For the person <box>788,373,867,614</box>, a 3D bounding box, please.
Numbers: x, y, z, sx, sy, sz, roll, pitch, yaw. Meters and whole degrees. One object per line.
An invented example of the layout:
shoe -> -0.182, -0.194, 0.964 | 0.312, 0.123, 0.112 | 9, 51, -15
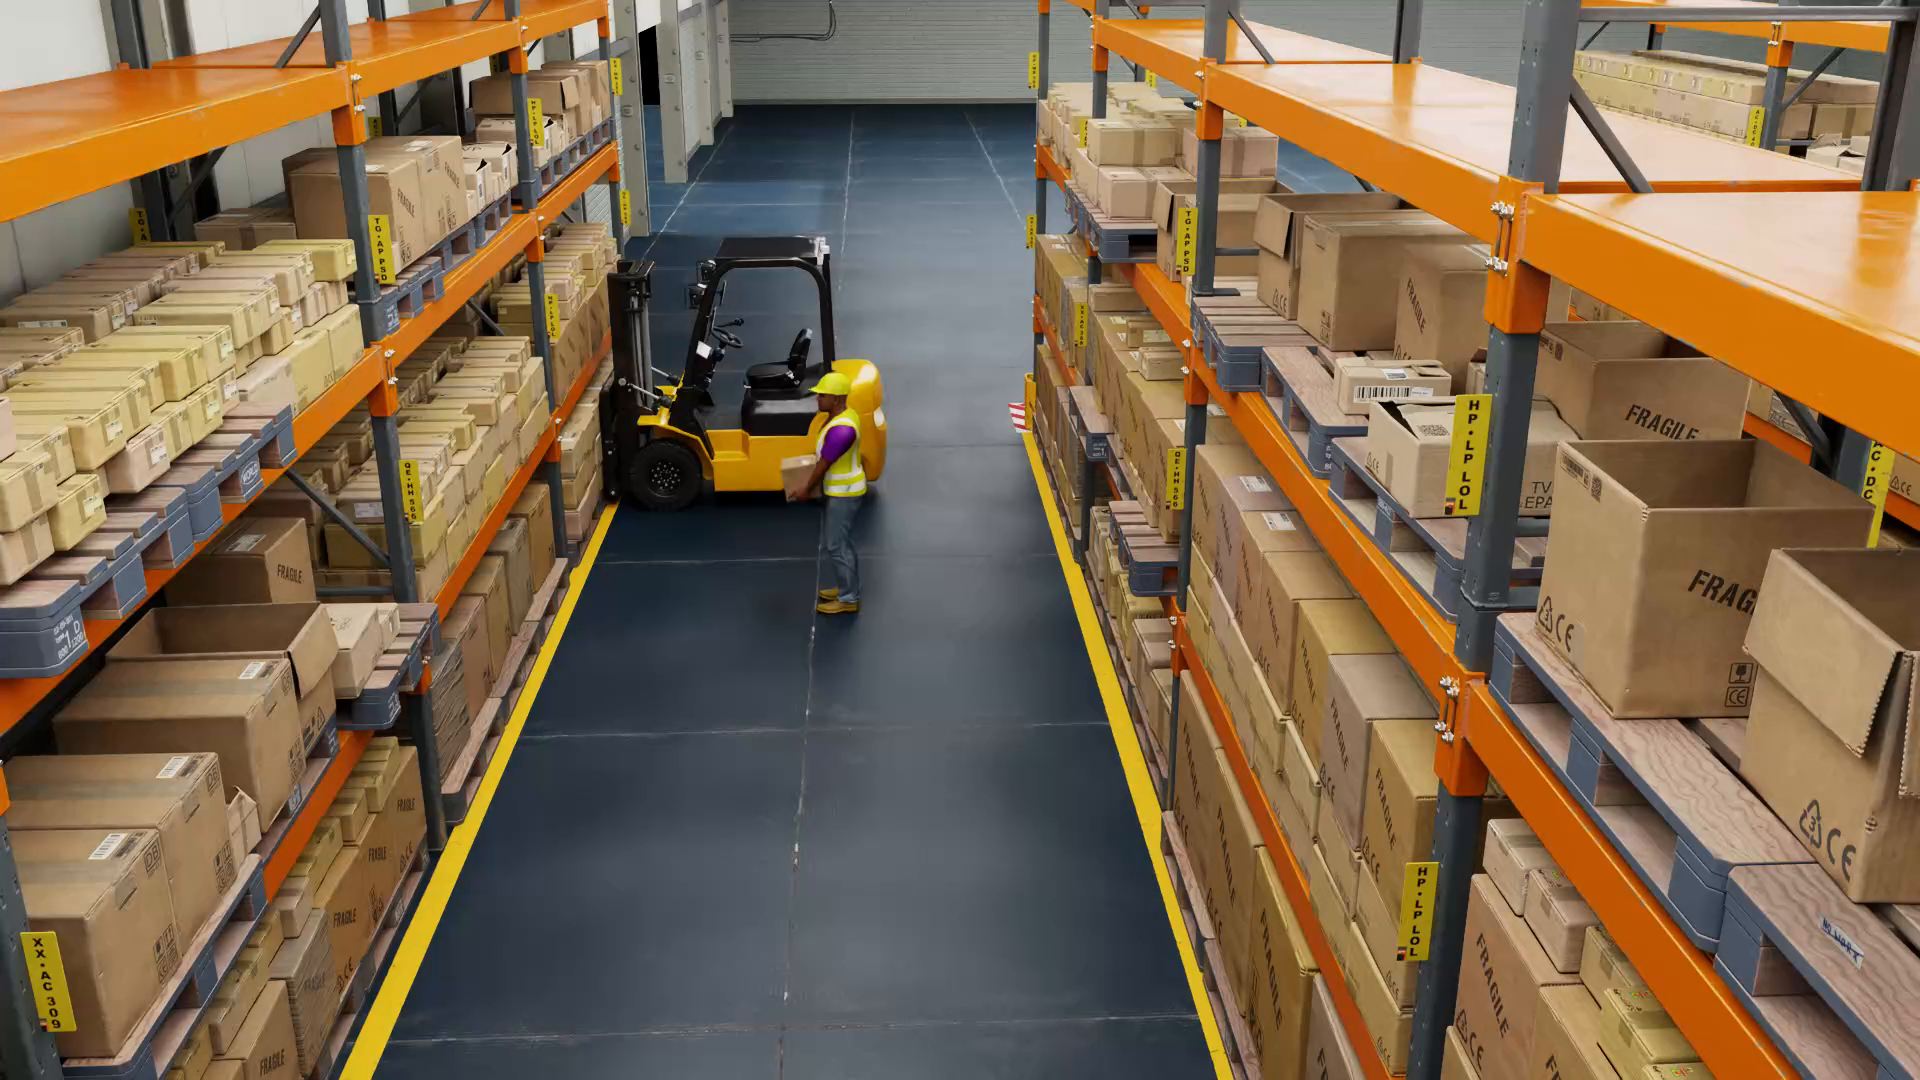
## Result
person -> -0.955, -0.345, 11.980 | 0.566, 1.762, 0.505 | -1, 20, -4
